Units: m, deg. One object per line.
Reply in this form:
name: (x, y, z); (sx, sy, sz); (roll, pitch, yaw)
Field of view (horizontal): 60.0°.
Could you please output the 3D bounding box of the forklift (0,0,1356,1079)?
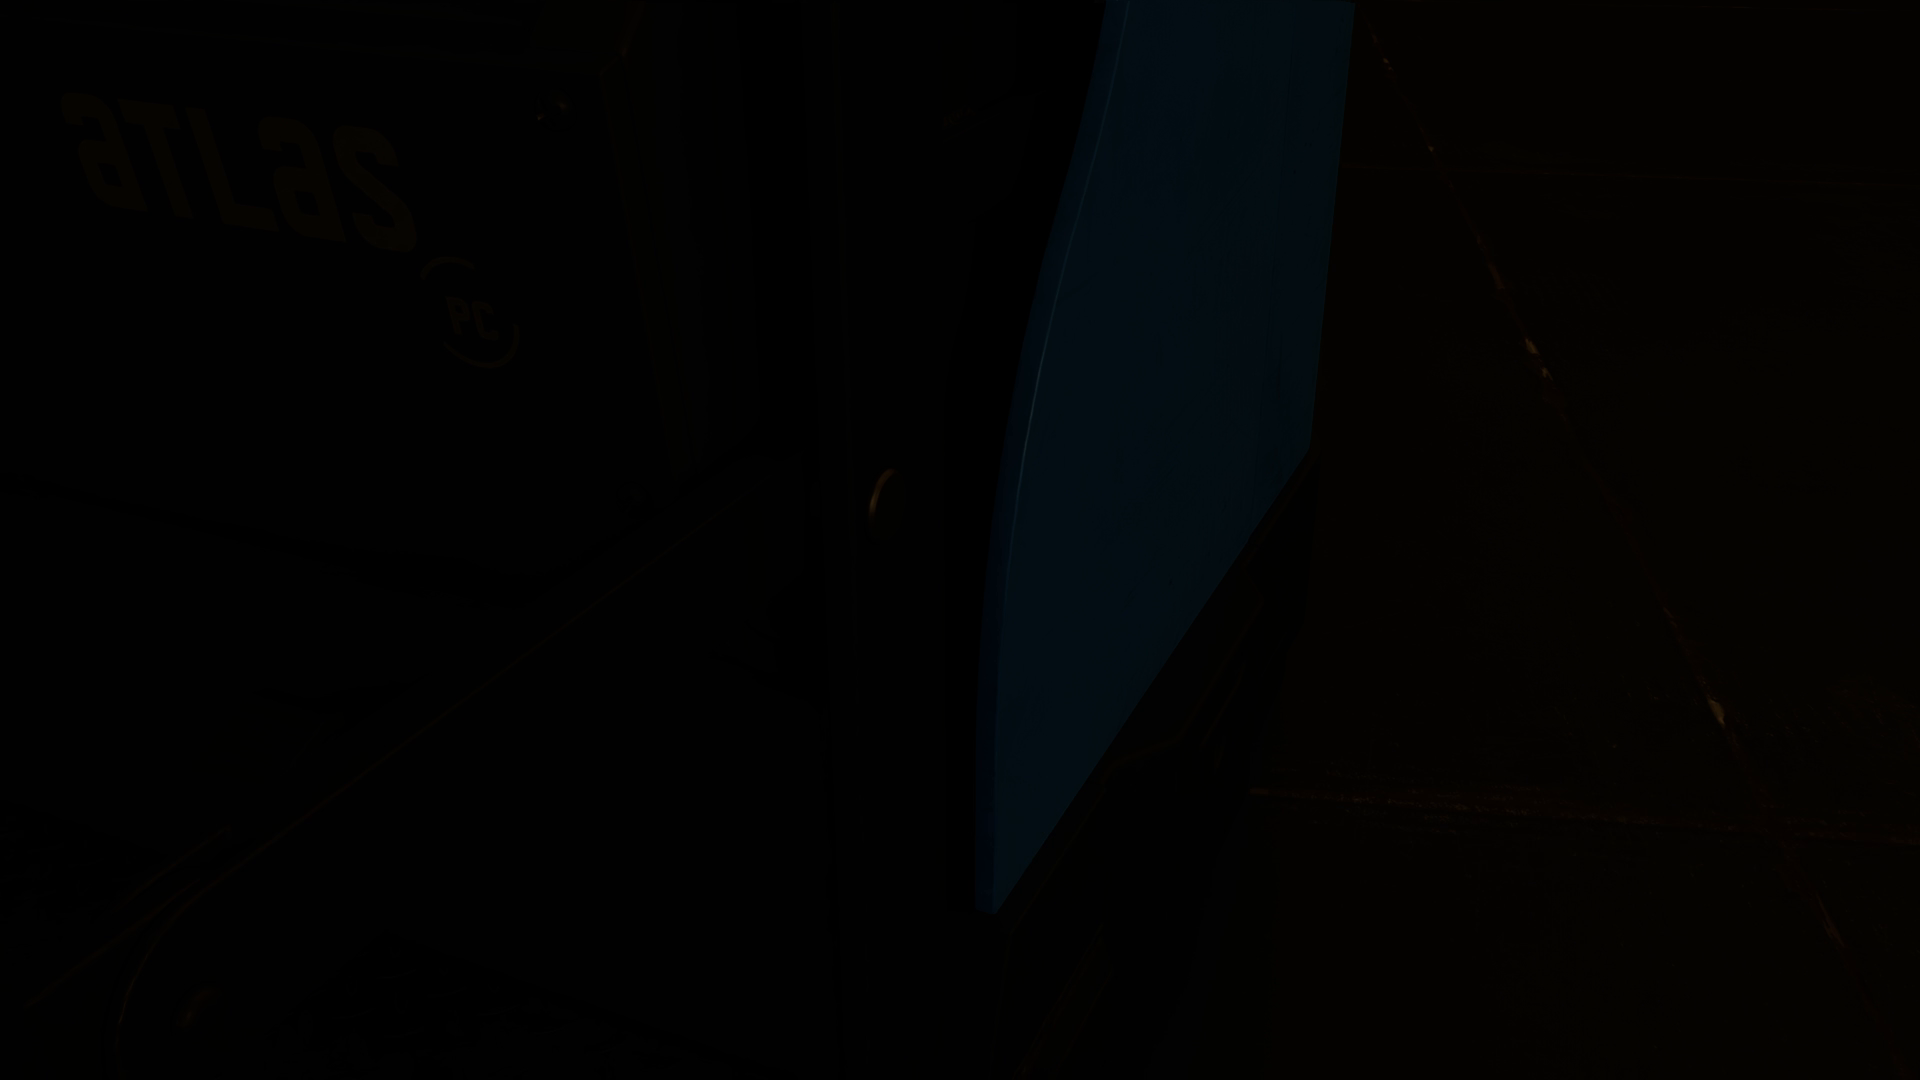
forklift: (-0.628, -0.663, 0.546); (1.130, 2.935, 3.031); (12, 29, 22)
